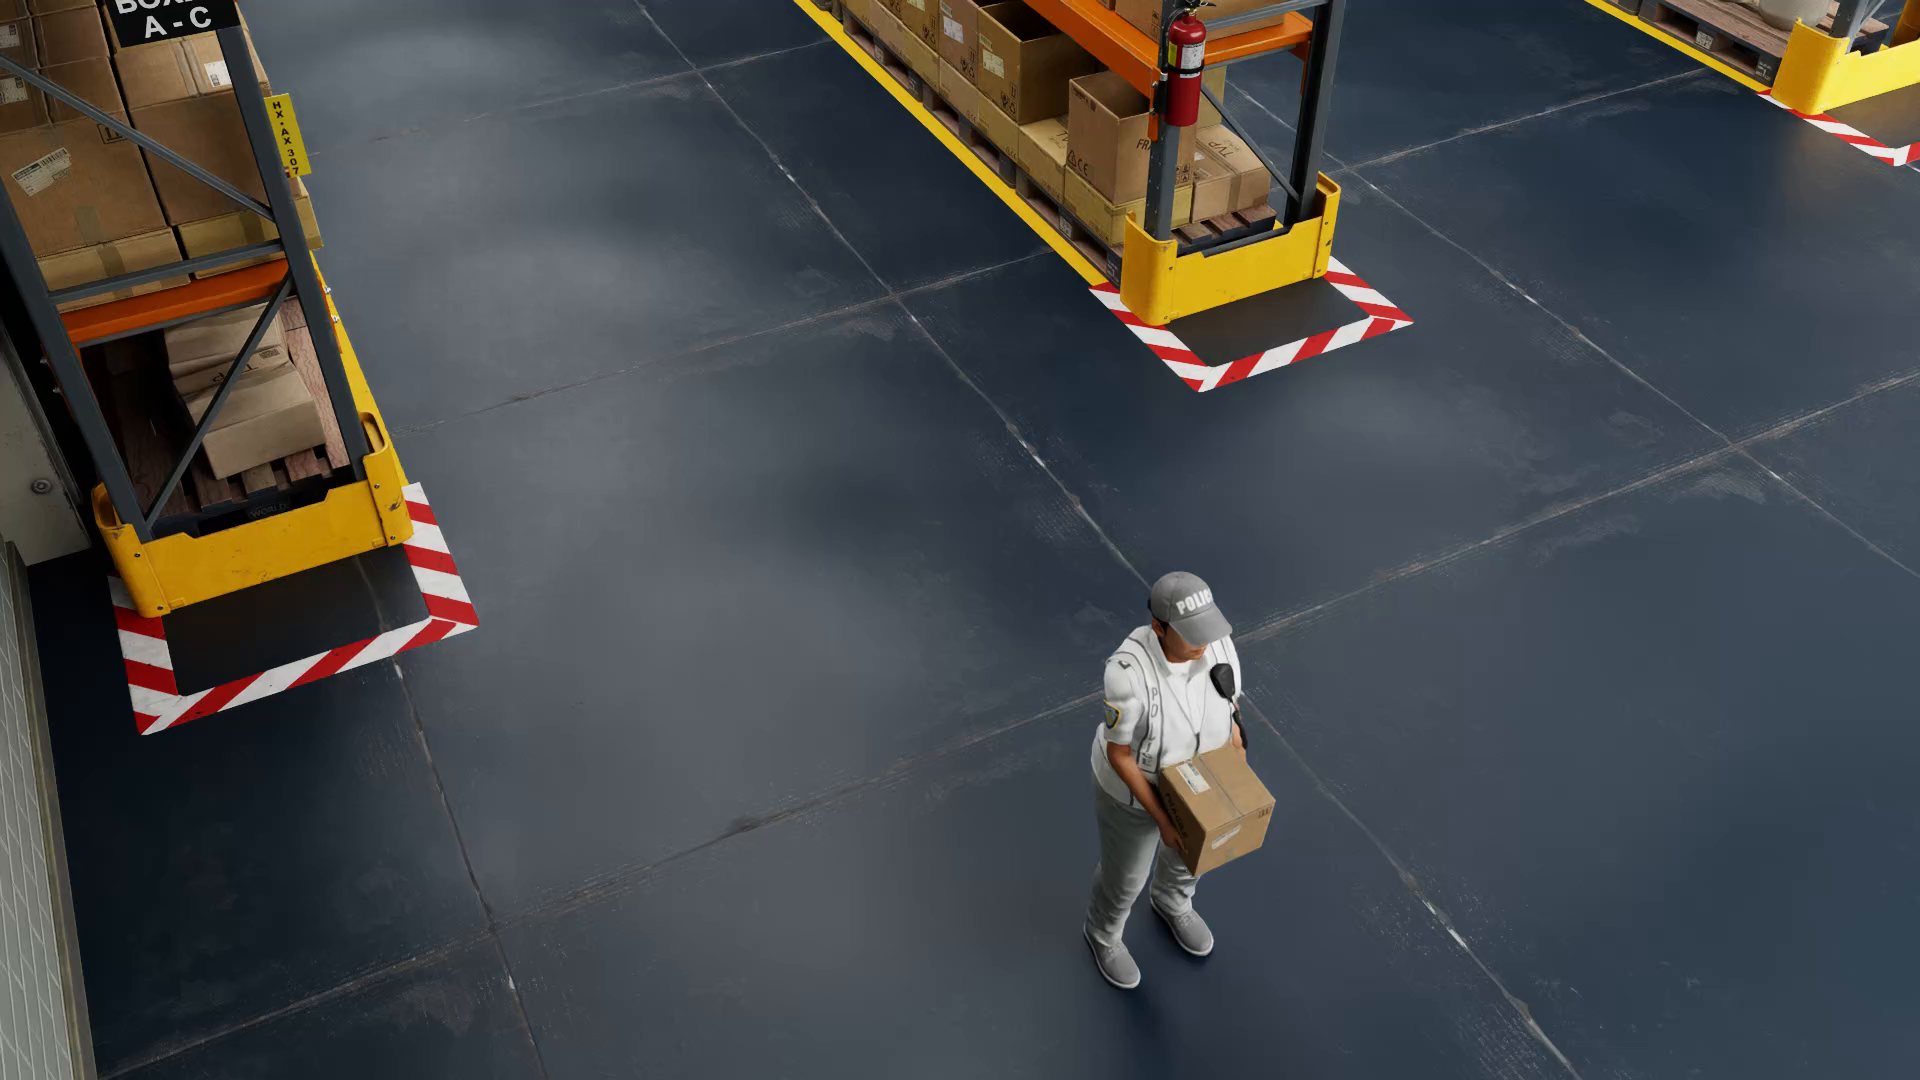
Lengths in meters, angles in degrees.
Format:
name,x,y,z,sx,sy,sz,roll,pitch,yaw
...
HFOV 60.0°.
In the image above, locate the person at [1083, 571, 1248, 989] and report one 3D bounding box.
name,x,y,z,sx,sy,sz,roll,pitch,yaw
person,0.676,0.791,5.260,0.476,1.666,0.531,-19,45,-20
